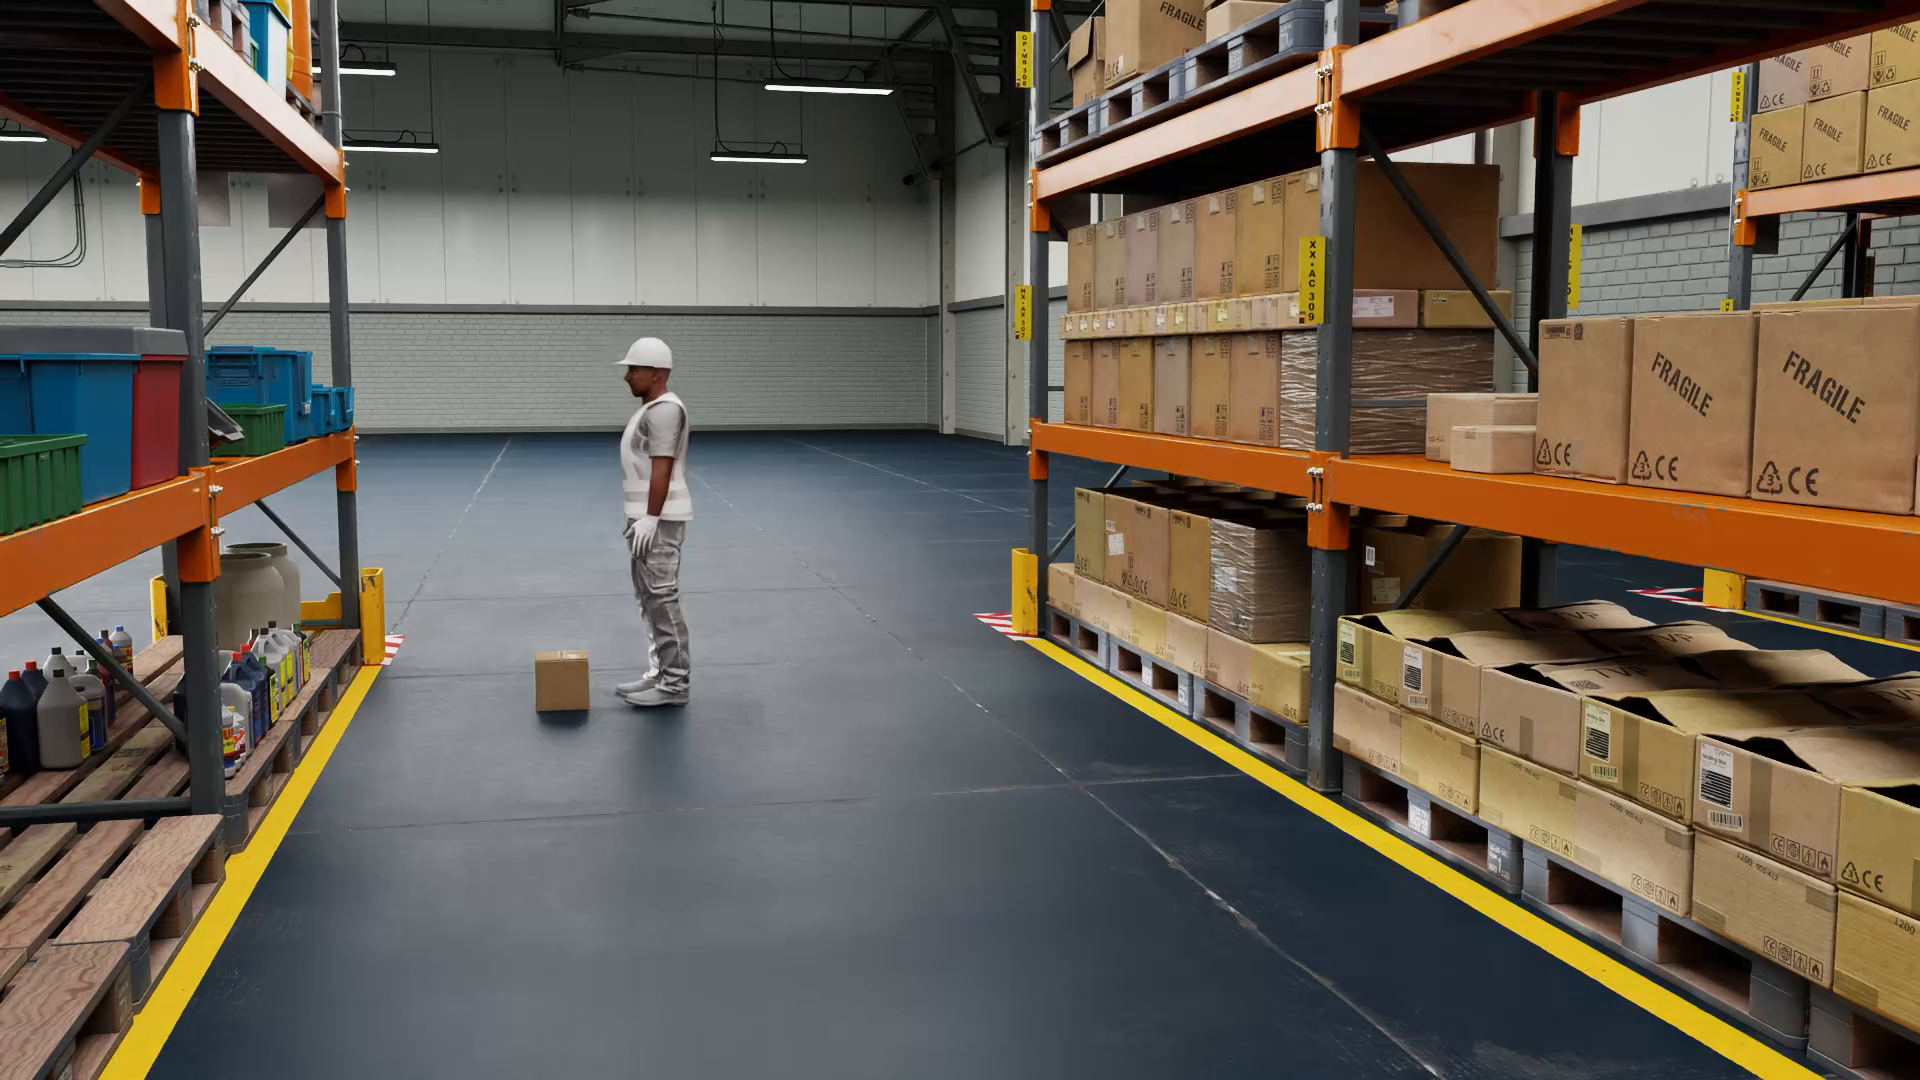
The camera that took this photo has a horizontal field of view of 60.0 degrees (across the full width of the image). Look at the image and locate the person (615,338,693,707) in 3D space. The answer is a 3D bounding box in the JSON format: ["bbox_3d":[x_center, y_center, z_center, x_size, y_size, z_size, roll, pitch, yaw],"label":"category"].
[{"bbox_3d":[-1.503,-0.090,8.137,0.390,1.787,0.550,-1,6,-13],"label":"person"}]
